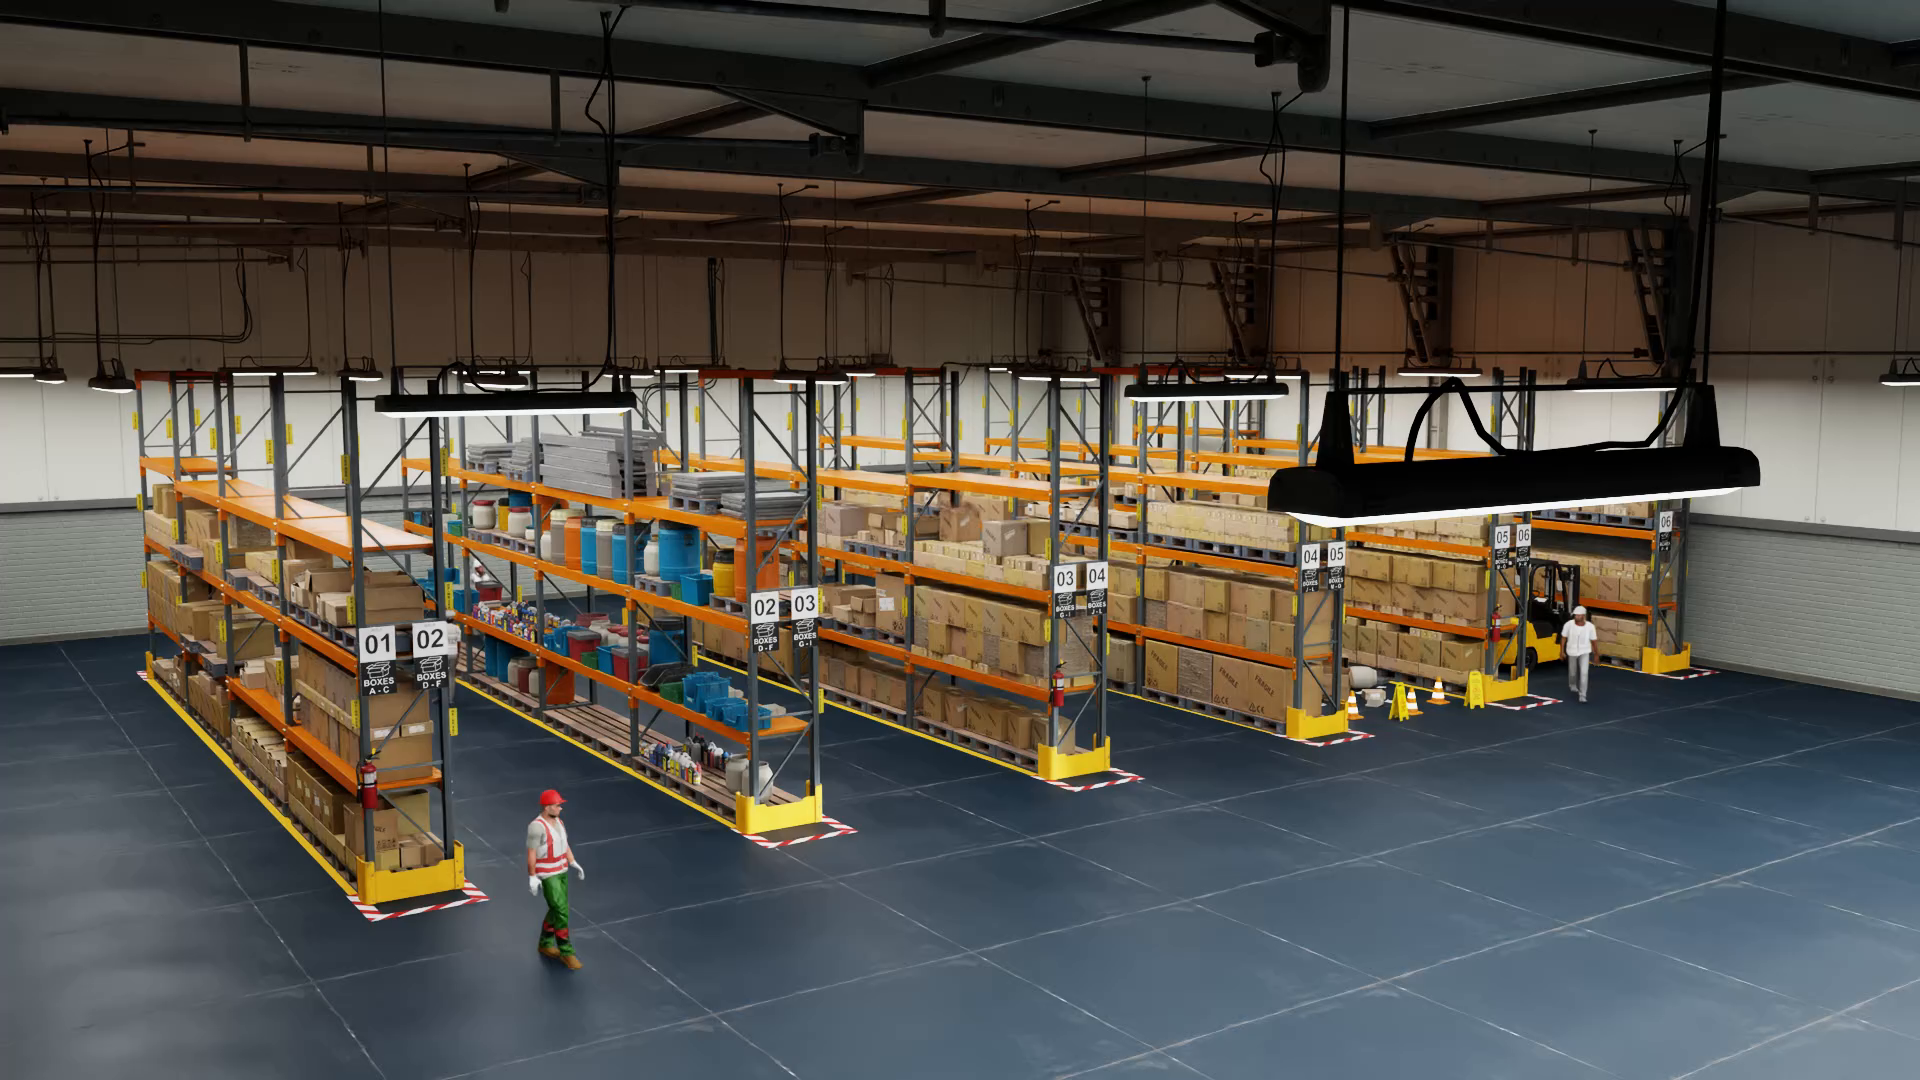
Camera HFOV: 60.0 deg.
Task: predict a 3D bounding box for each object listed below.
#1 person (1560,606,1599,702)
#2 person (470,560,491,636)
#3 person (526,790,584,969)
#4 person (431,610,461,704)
[{"bbox_3d":[11.308,2.056,30.336,0.676,1.721,1.002,2,7,19],"label":"person"},{"bbox_3d":[-10.563,1.299,36.771,1.010,1.712,0.602,5,8,36],"label":"person"},{"bbox_3d":[-4.156,3.508,17.308,0.656,1.814,0.563,2,7,16],"label":"person"},{"bbox_3d":[-9.284,2.109,29.997,0.582,1.681,0.397,-4,8,-33],"label":"person"}]
